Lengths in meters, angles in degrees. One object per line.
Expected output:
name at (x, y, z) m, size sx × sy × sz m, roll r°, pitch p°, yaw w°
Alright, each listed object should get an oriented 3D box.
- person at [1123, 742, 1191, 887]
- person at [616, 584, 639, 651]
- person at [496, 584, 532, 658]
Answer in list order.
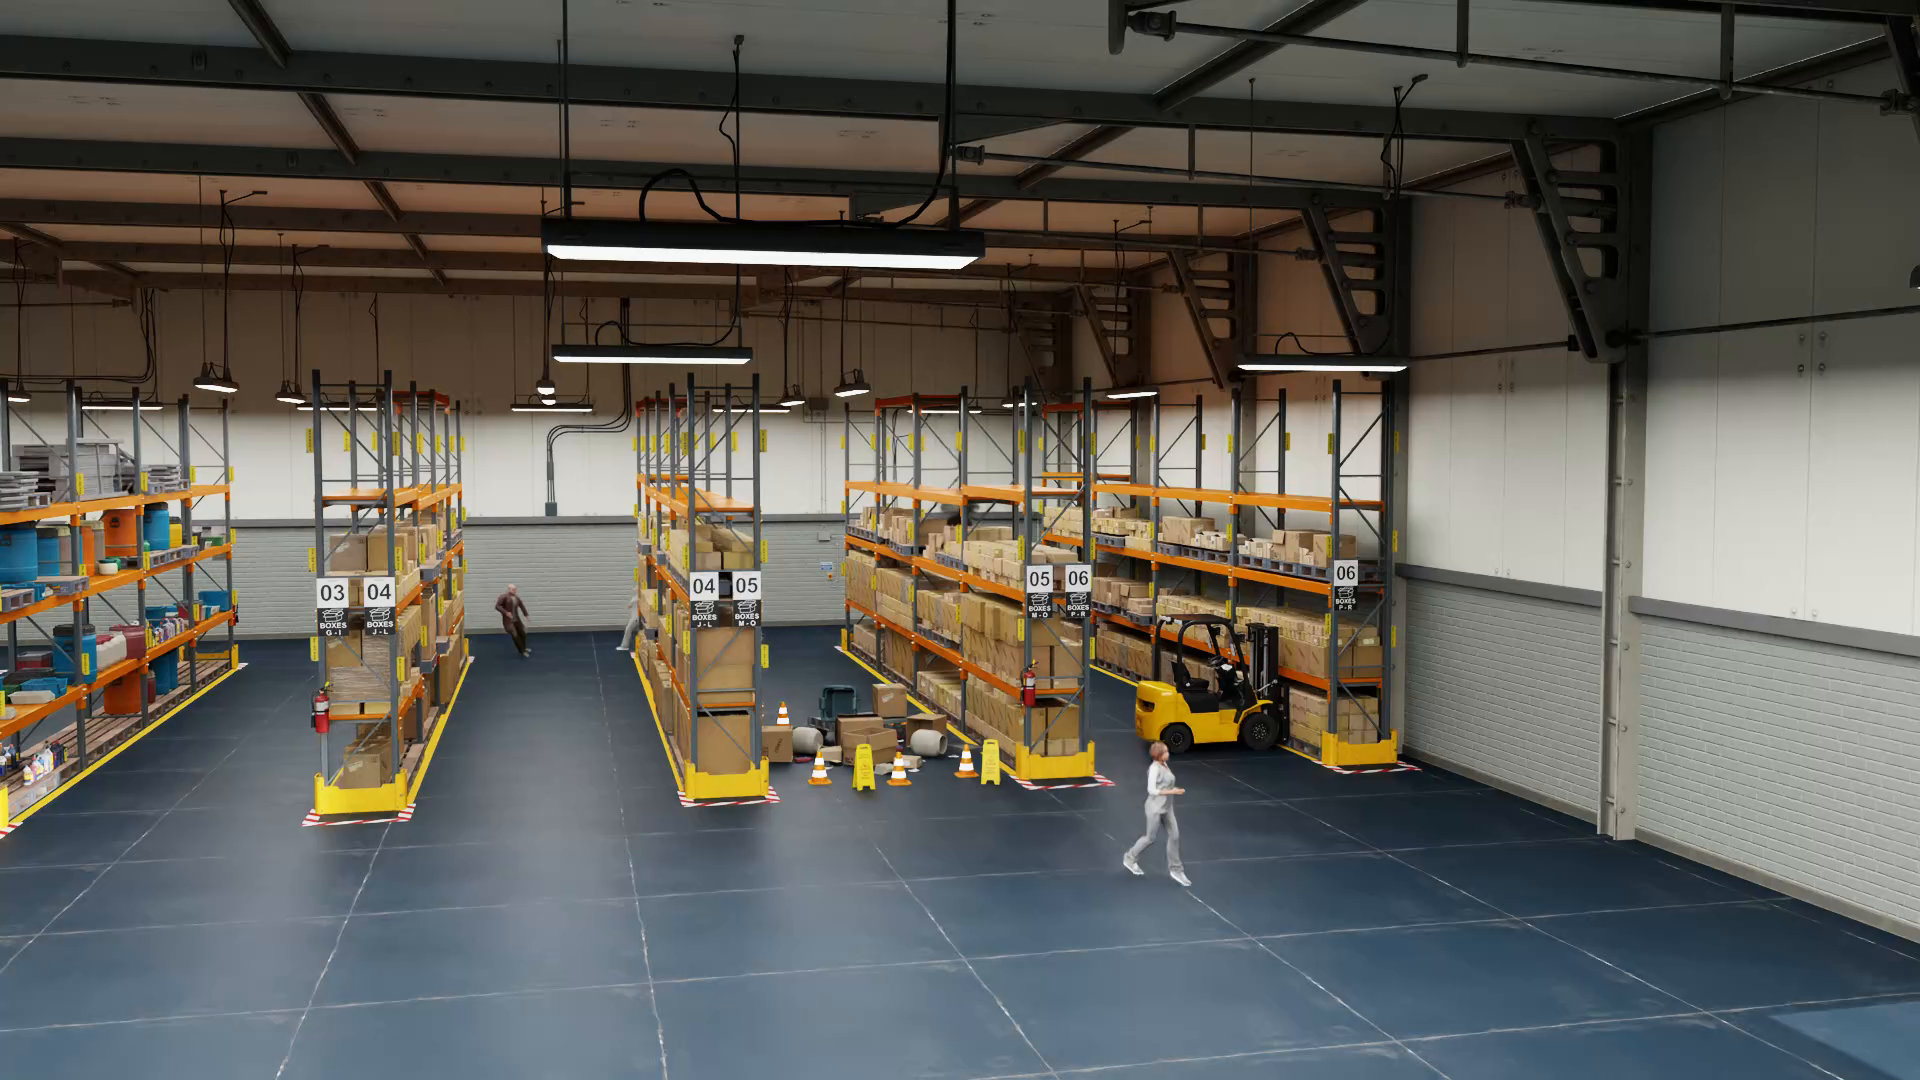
person at (2.235, 3.101, 18.930) m, size 0.810 × 1.632 × 0.529 m, roll 2°, pitch 4°, yaw 32°
person at (-7.833, 1.858, 40.112) m, size 0.907 × 1.625 × 0.619 m, roll -1°, pitch 4°, yaw -21°
person at (-10.358, 1.885, 38.941) m, size 0.858 × 1.719 × 1.015 m, roll 3°, pitch 4°, yaw 39°
